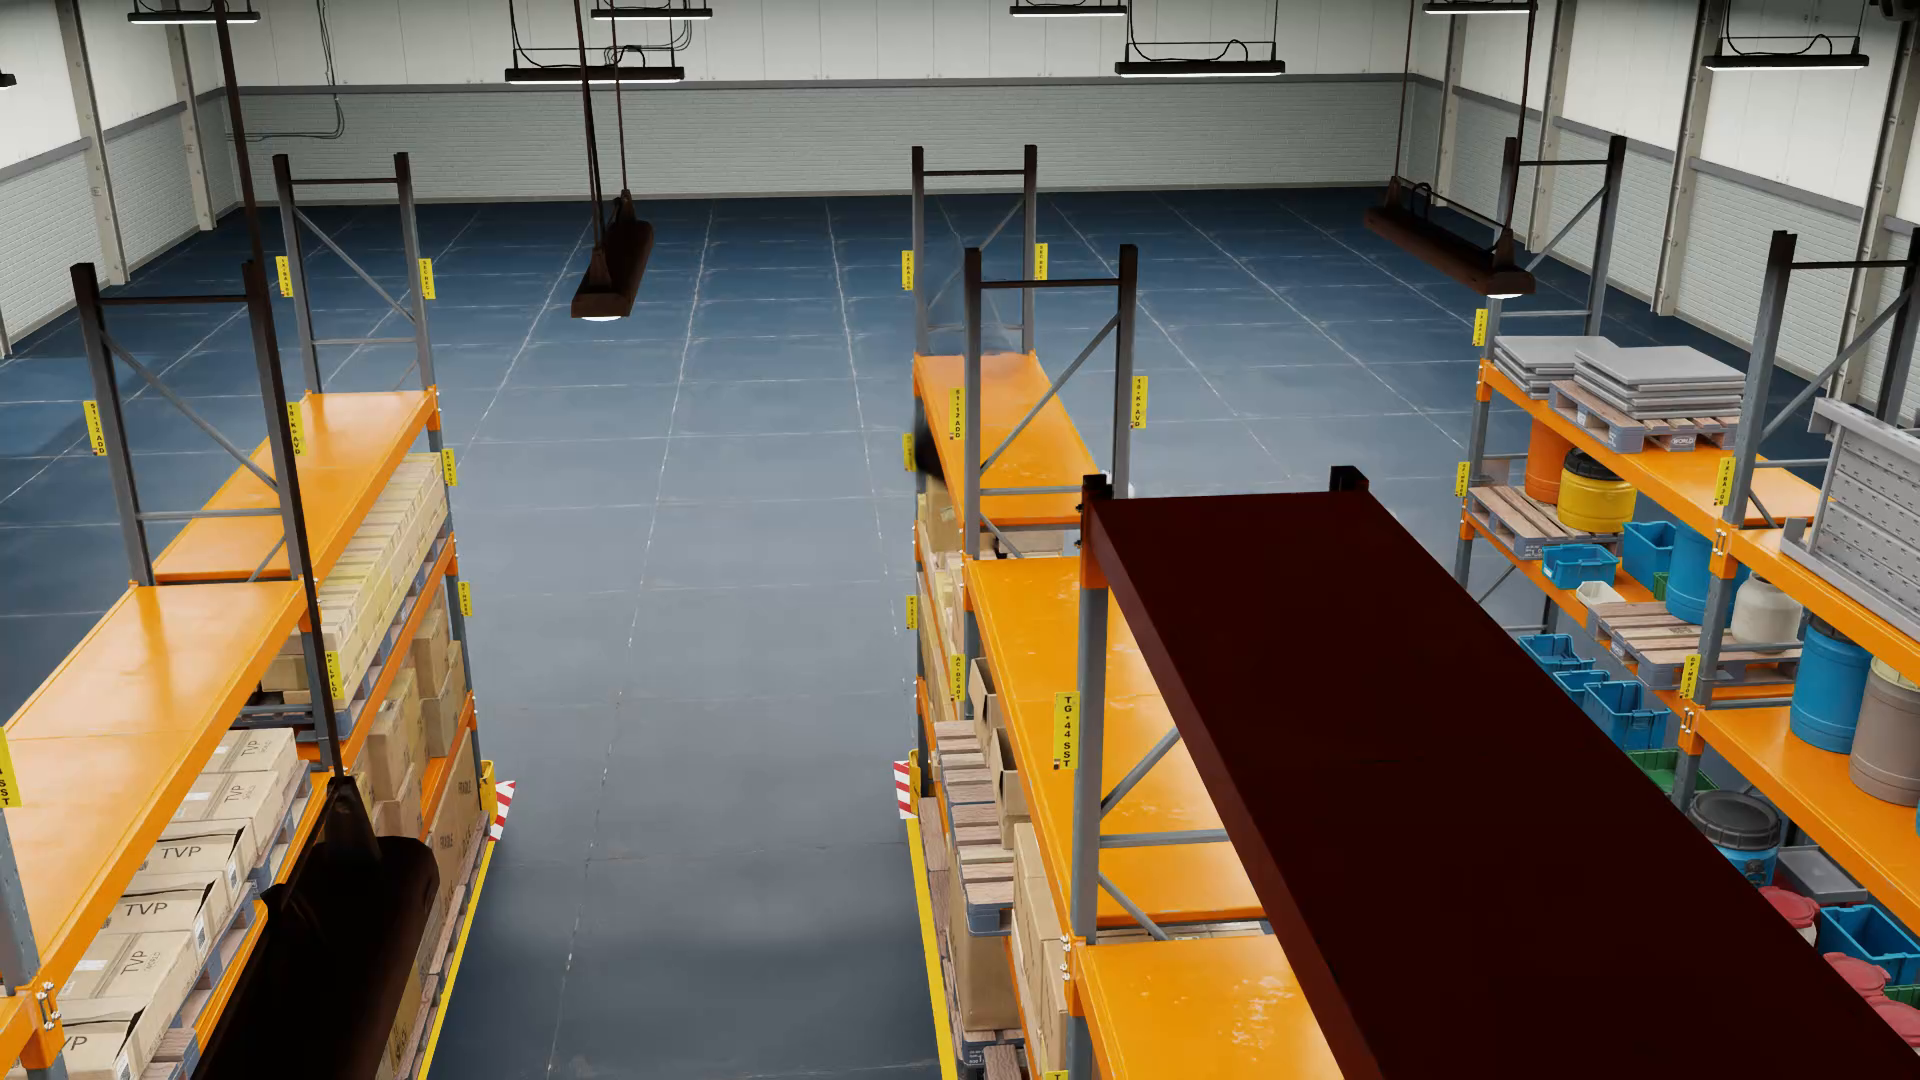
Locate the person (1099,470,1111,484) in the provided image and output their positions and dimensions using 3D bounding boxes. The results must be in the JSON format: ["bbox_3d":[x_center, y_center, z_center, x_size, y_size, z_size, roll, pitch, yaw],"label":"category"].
[{"bbox_3d":[1.705,0.091,19.066,0.857,1.843,0.638,9,23,21],"label":"person"}]
